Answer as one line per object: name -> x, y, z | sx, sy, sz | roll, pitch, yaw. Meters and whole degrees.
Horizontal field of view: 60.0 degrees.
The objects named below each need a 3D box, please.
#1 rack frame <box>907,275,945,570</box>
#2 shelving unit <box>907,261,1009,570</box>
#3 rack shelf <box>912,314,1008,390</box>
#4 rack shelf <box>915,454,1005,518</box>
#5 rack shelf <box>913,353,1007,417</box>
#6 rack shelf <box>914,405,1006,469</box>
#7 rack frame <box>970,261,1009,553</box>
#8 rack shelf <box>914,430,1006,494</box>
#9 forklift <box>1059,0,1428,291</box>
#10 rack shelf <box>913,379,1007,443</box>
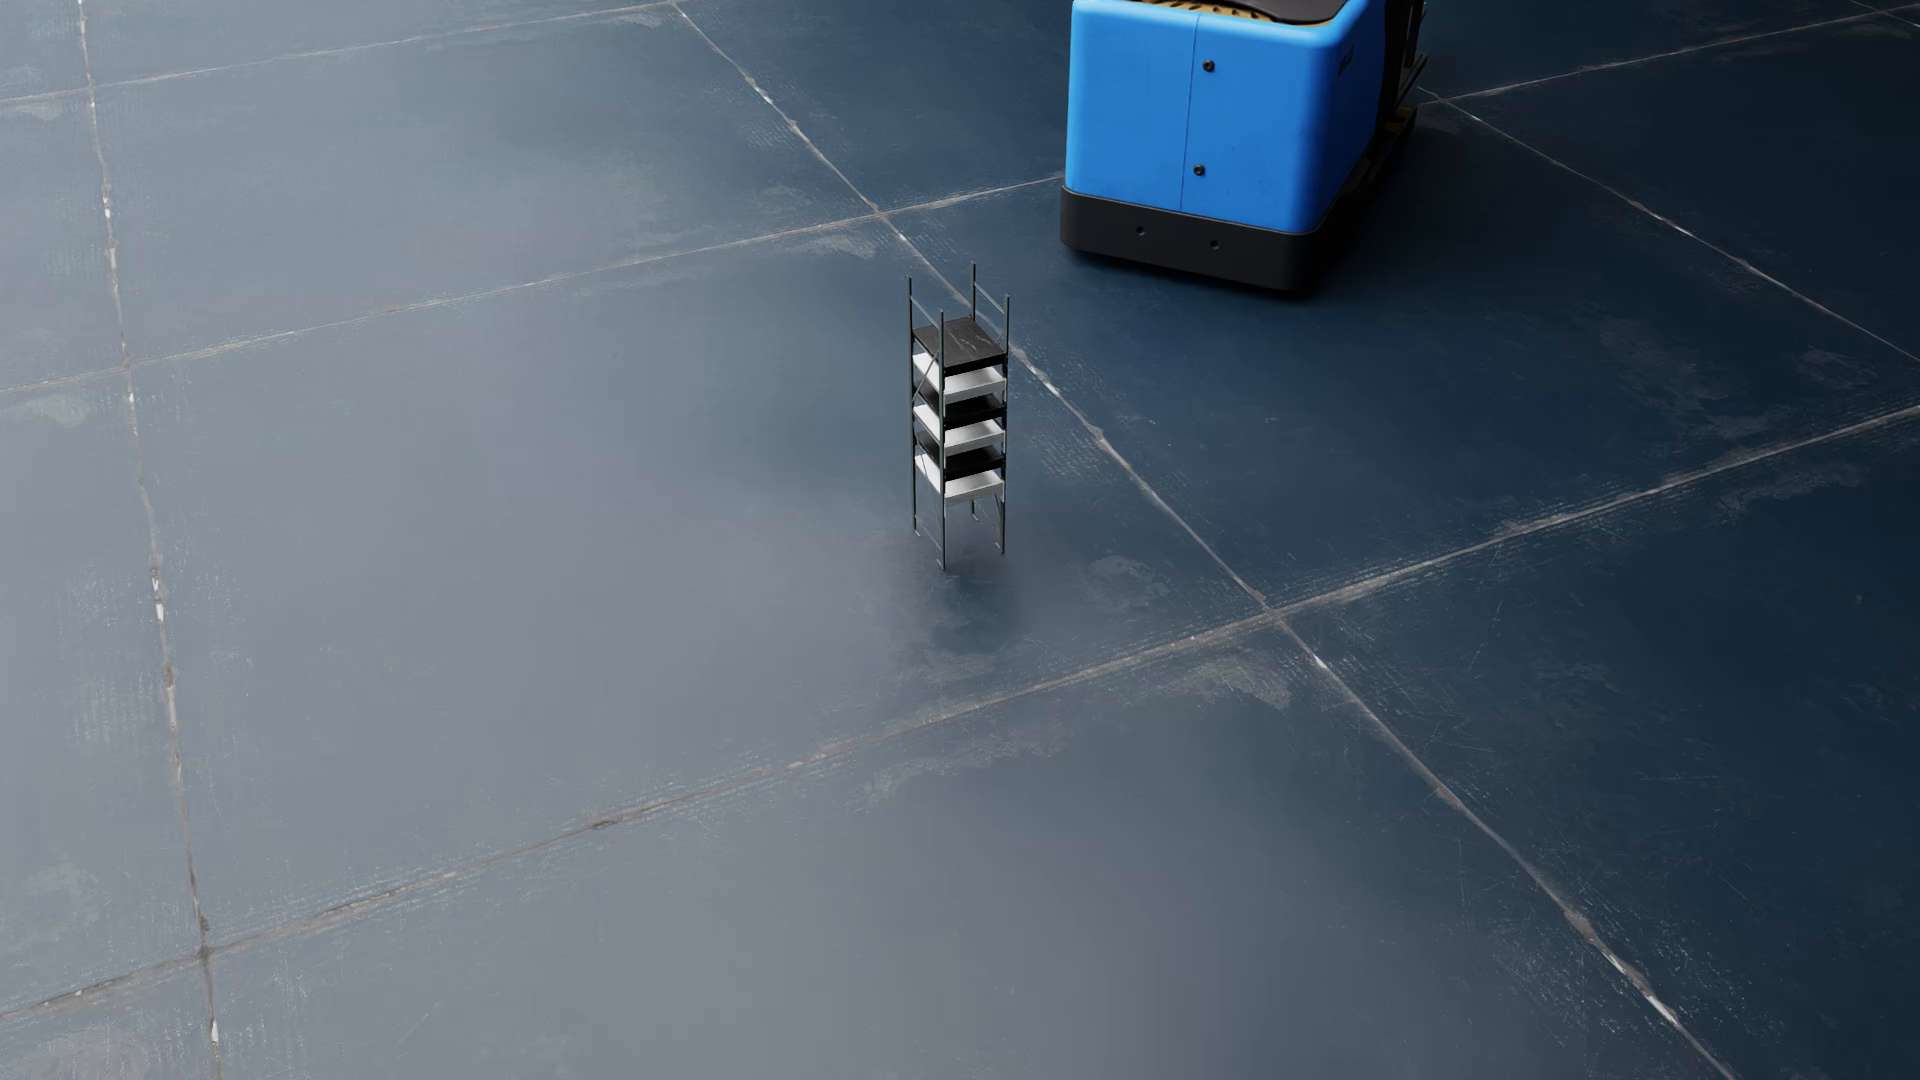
rack frame -> -0.099, -0.334, 4.944 | 0.006, 0.900, 0.240 | -16, 39, -20
shelving unit -> -0.007, -0.359, 4.979 | 0.210, 0.900, 0.258 | -16, 39, -20
rack shelf -> -0.007, -0.549, 4.838 | 0.200, 0.077, 0.258 | -16, 39, -20
rack shelf -> -0.007, -0.188, 5.106 | 0.200, 0.077, 0.258 | -16, 39, -20
rack shelf -> -0.007, -0.477, 4.892 | 0.200, 0.077, 0.258 | -16, 39, -20
rack shelf -> -0.007, -0.333, 4.999 | 0.200, 0.077, 0.258 | -16, 39, -20
rack frame -> 0.085, -0.385, 5.014 | 0.006, 0.900, 0.240 | -16, 39, -20
rack shelf -> -0.007, -0.260, 5.053 | 0.200, 0.077, 0.258 | -16, 39, -20
forklift -> 1.472, -3.012, 6.851 | 1.130, 2.935, 3.031 | 15, 39, 19
rack shelf -> -0.007, -0.405, 4.945 | 0.200, 0.077, 0.258 | -16, 39, -20
